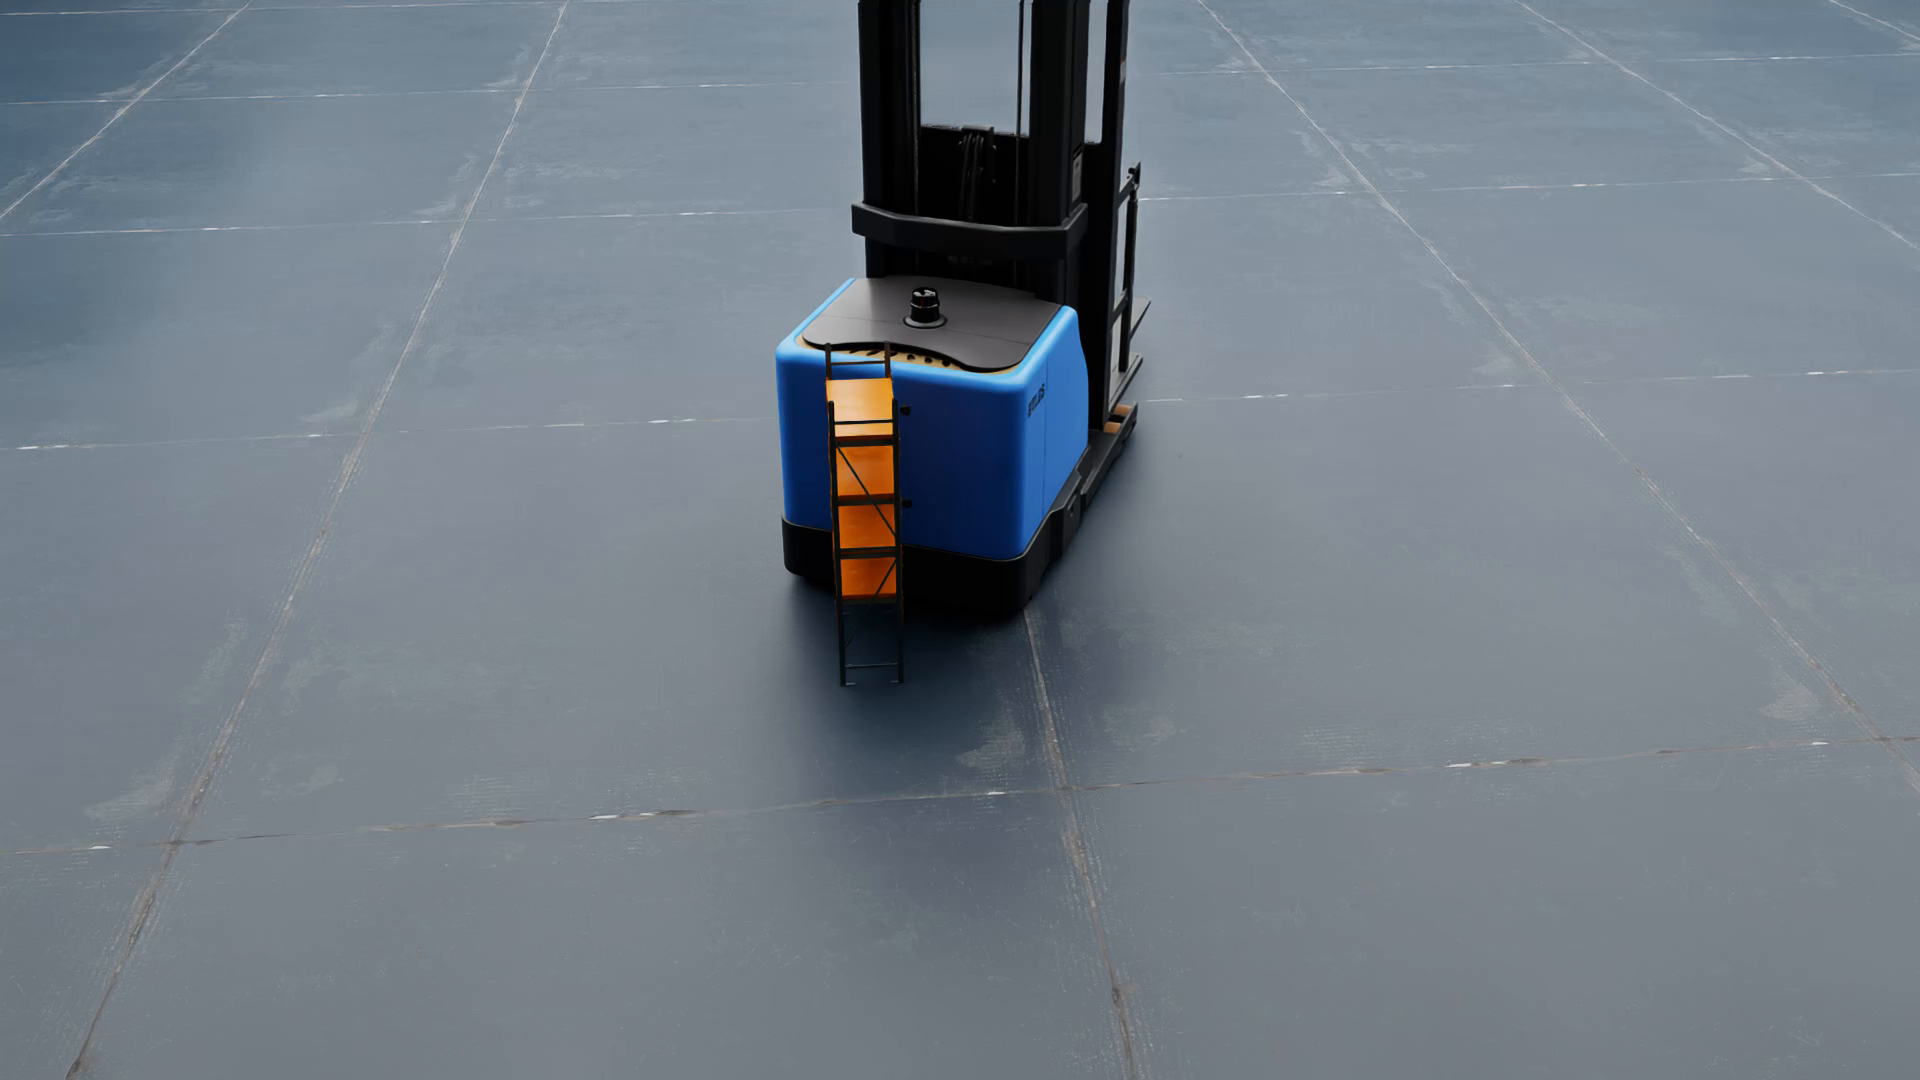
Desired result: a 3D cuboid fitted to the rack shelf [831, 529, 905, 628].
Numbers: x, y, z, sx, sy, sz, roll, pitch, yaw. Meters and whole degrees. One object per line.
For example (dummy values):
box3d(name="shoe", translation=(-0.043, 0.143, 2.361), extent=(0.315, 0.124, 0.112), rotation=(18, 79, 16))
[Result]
box3d(name="rack shelf", translation=(-0.356, 0.138, 6.367), extent=(0.258, 0.148, 0.480), rotation=(-3, 31, -5))

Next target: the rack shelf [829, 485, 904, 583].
box3d(name="rack shelf", translation=(-0.356, -0.032, 6.265), extent=(0.258, 0.148, 0.480), rotation=(-3, 31, -5))

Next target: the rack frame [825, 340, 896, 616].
box3d(name="rack frame", translation=(-0.378, -0.214, 6.439), extent=(0.240, 1.200, 0.015), rotation=(-3, 31, -5))

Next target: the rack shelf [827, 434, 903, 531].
box3d(name="rack shelf", translation=(-0.356, -0.224, 6.150), extent=(0.258, 0.148, 0.480), rotation=(-3, 31, -5))

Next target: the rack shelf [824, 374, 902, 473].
box3d(name="rack shelf", translation=(-0.356, -0.427, 6.029), extent=(0.258, 0.148, 0.480), rotation=(-3, 31, -5))

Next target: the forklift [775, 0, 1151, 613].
box3d(name="forklift", translation=(0.225, -1.714, 7.261), extent=(1.130, 2.935, 3.031), rotation=(10, 32, 16))

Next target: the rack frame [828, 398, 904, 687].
box3d(name="rack frame", translation=(-0.333, 0.035, 6.022), extent=(0.240, 1.200, 0.015), rotation=(-3, 31, -5))

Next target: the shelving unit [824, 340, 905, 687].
box3d(name="shelving unit", translation=(-0.356, -0.090, 6.230), extent=(0.258, 1.200, 0.503), rotation=(-3, 31, -5))
